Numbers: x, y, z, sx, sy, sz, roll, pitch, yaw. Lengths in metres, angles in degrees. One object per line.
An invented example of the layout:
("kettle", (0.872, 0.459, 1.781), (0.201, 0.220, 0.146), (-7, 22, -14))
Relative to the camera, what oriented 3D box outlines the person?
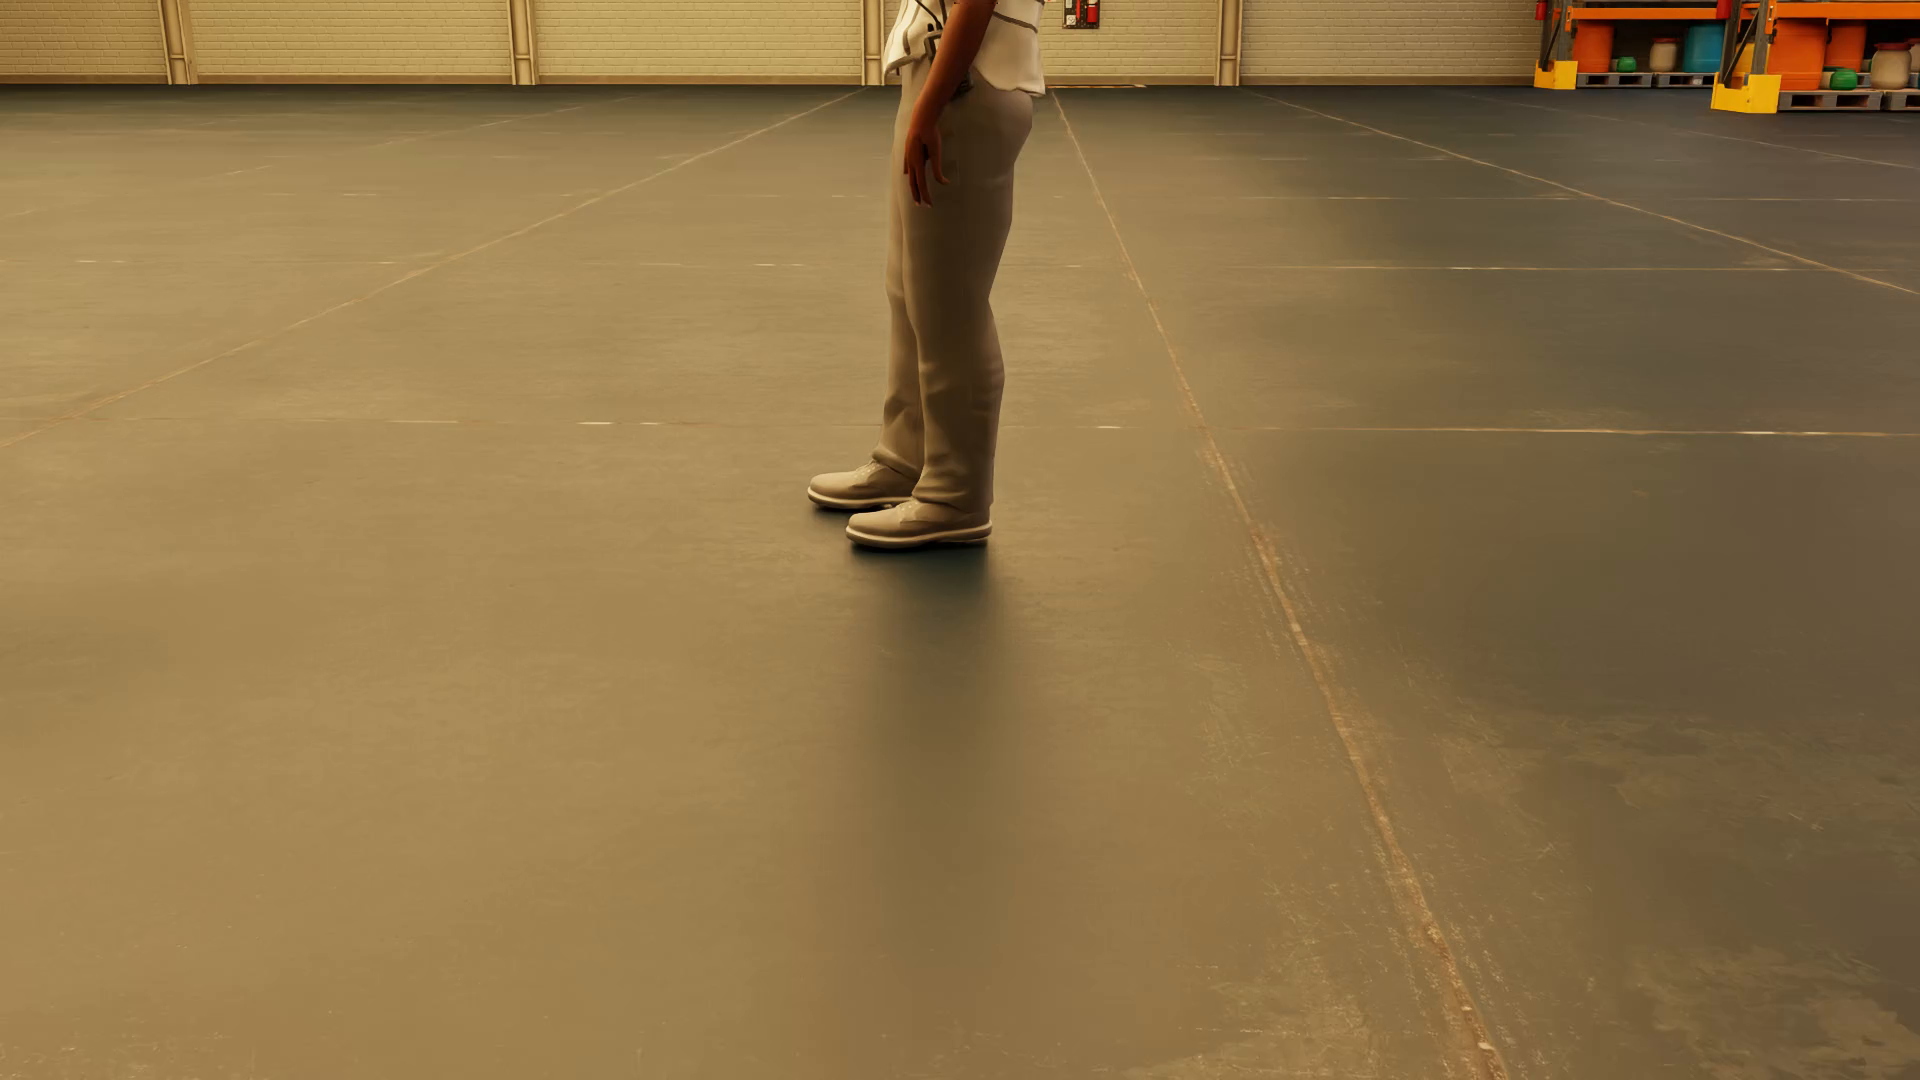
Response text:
("person", (-0.074, -0.823, 3.139), (0.528, 1.697, 0.570), (1, 17, 2))
